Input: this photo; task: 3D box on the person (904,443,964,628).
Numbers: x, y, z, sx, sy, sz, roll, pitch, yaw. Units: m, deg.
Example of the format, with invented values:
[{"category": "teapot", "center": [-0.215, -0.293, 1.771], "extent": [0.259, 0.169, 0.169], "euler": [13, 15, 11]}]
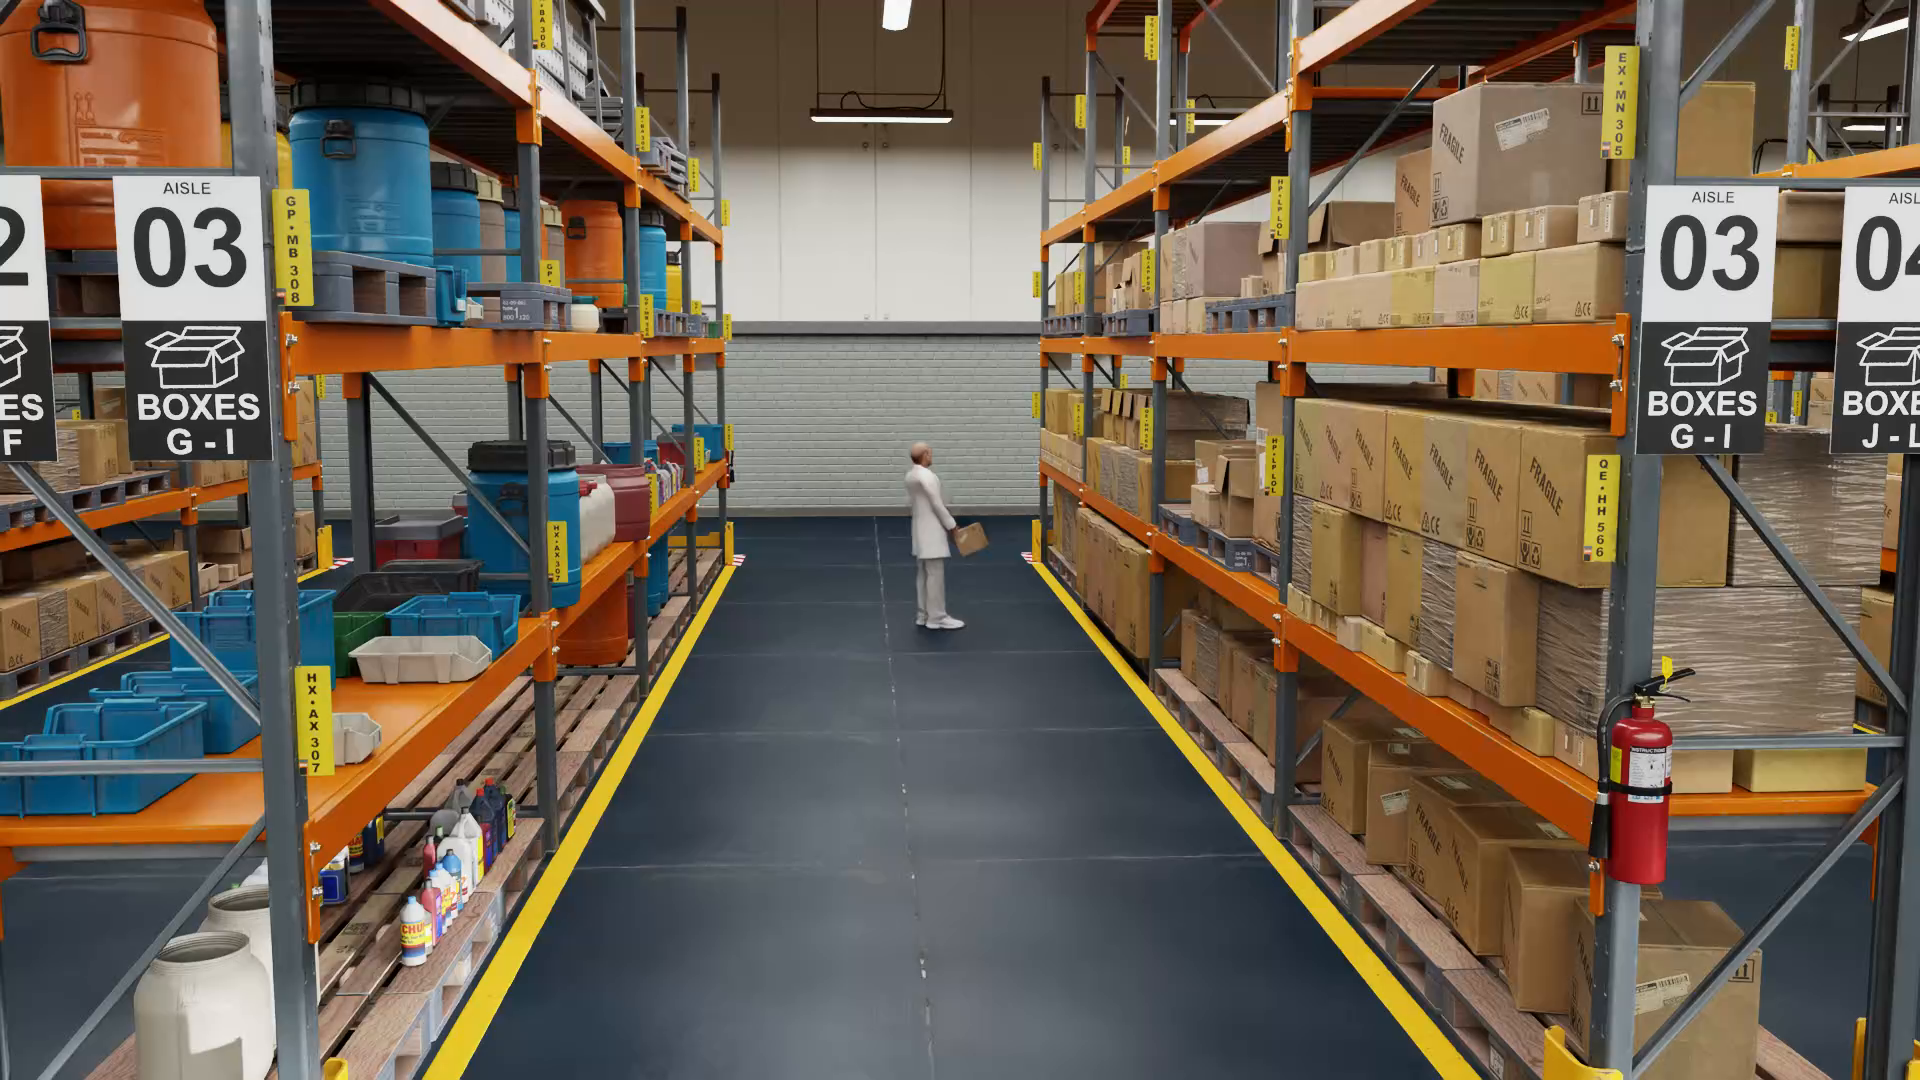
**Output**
[{"category": "person", "center": [-0.255, -0.054, 16.187], "extent": [0.469, 1.784, 0.607], "euler": [-3, 7, -23]}]
